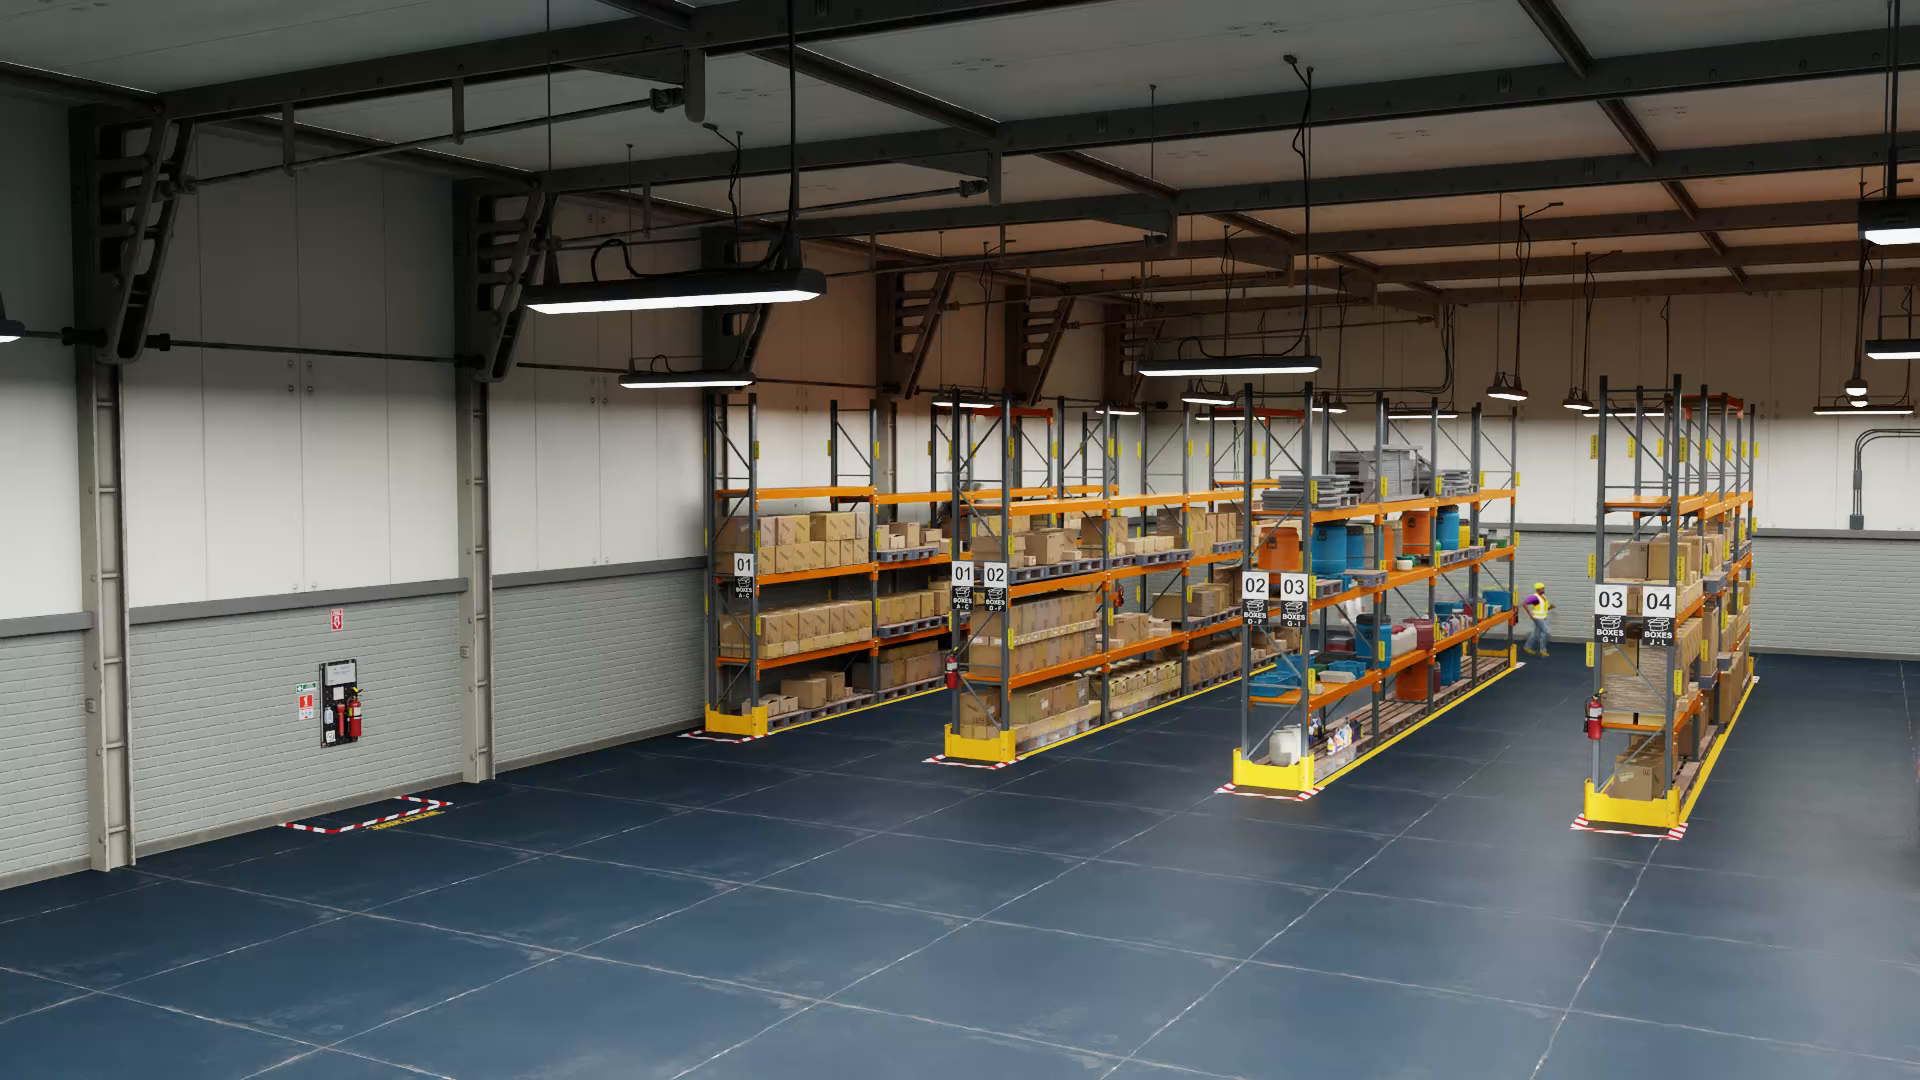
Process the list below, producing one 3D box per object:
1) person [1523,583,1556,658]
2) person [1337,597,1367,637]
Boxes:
[{"bbox_3d":[14.037,1.943,40.301,0.778,1.828,0.678,2,4,37],"label":"person"},{"bbox_3d":[9.495,1.982,40.026,0.728,1.716,0.510,0,3,-6],"label":"person"}]
